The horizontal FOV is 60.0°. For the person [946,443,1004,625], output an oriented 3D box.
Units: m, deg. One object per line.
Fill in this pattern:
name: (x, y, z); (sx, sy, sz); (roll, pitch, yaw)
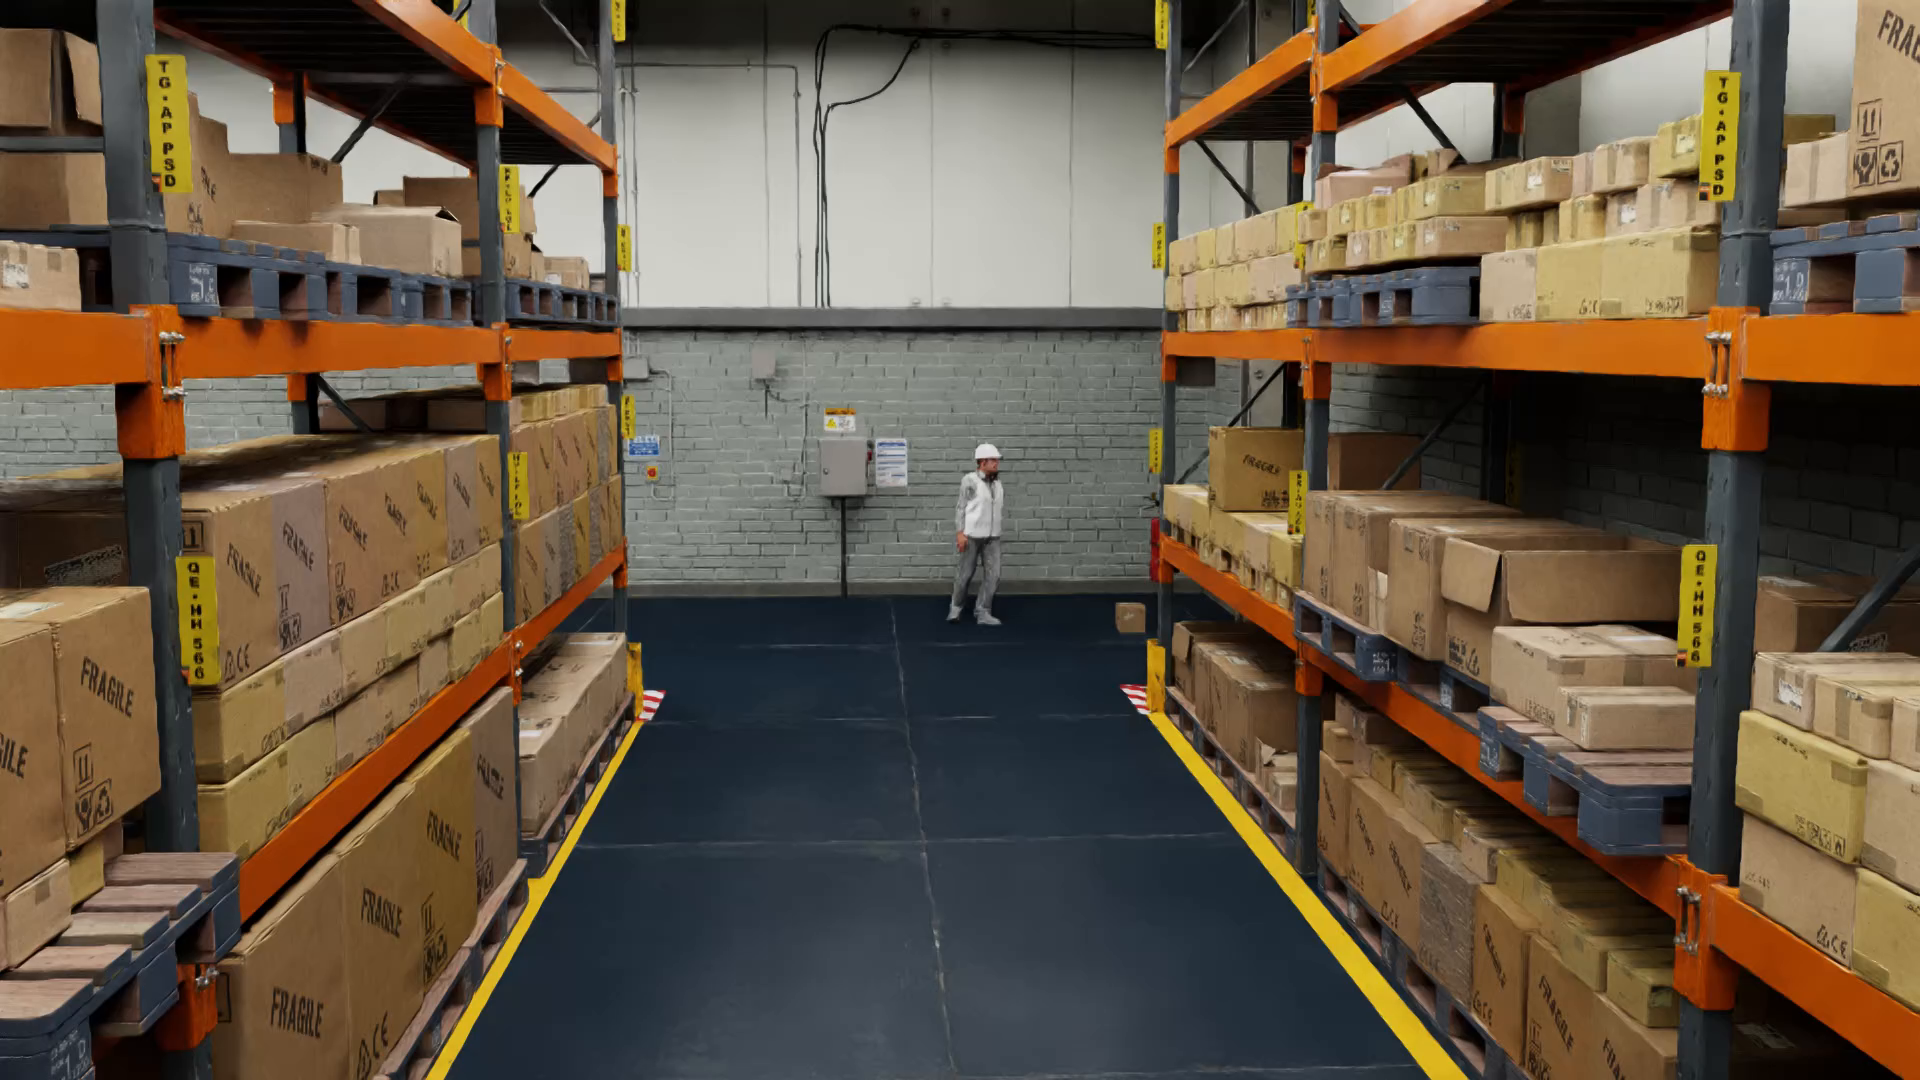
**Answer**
person: (0.166, -0.062, 16.185); (0.566, 1.759, 0.556); (-5, 9, -37)
